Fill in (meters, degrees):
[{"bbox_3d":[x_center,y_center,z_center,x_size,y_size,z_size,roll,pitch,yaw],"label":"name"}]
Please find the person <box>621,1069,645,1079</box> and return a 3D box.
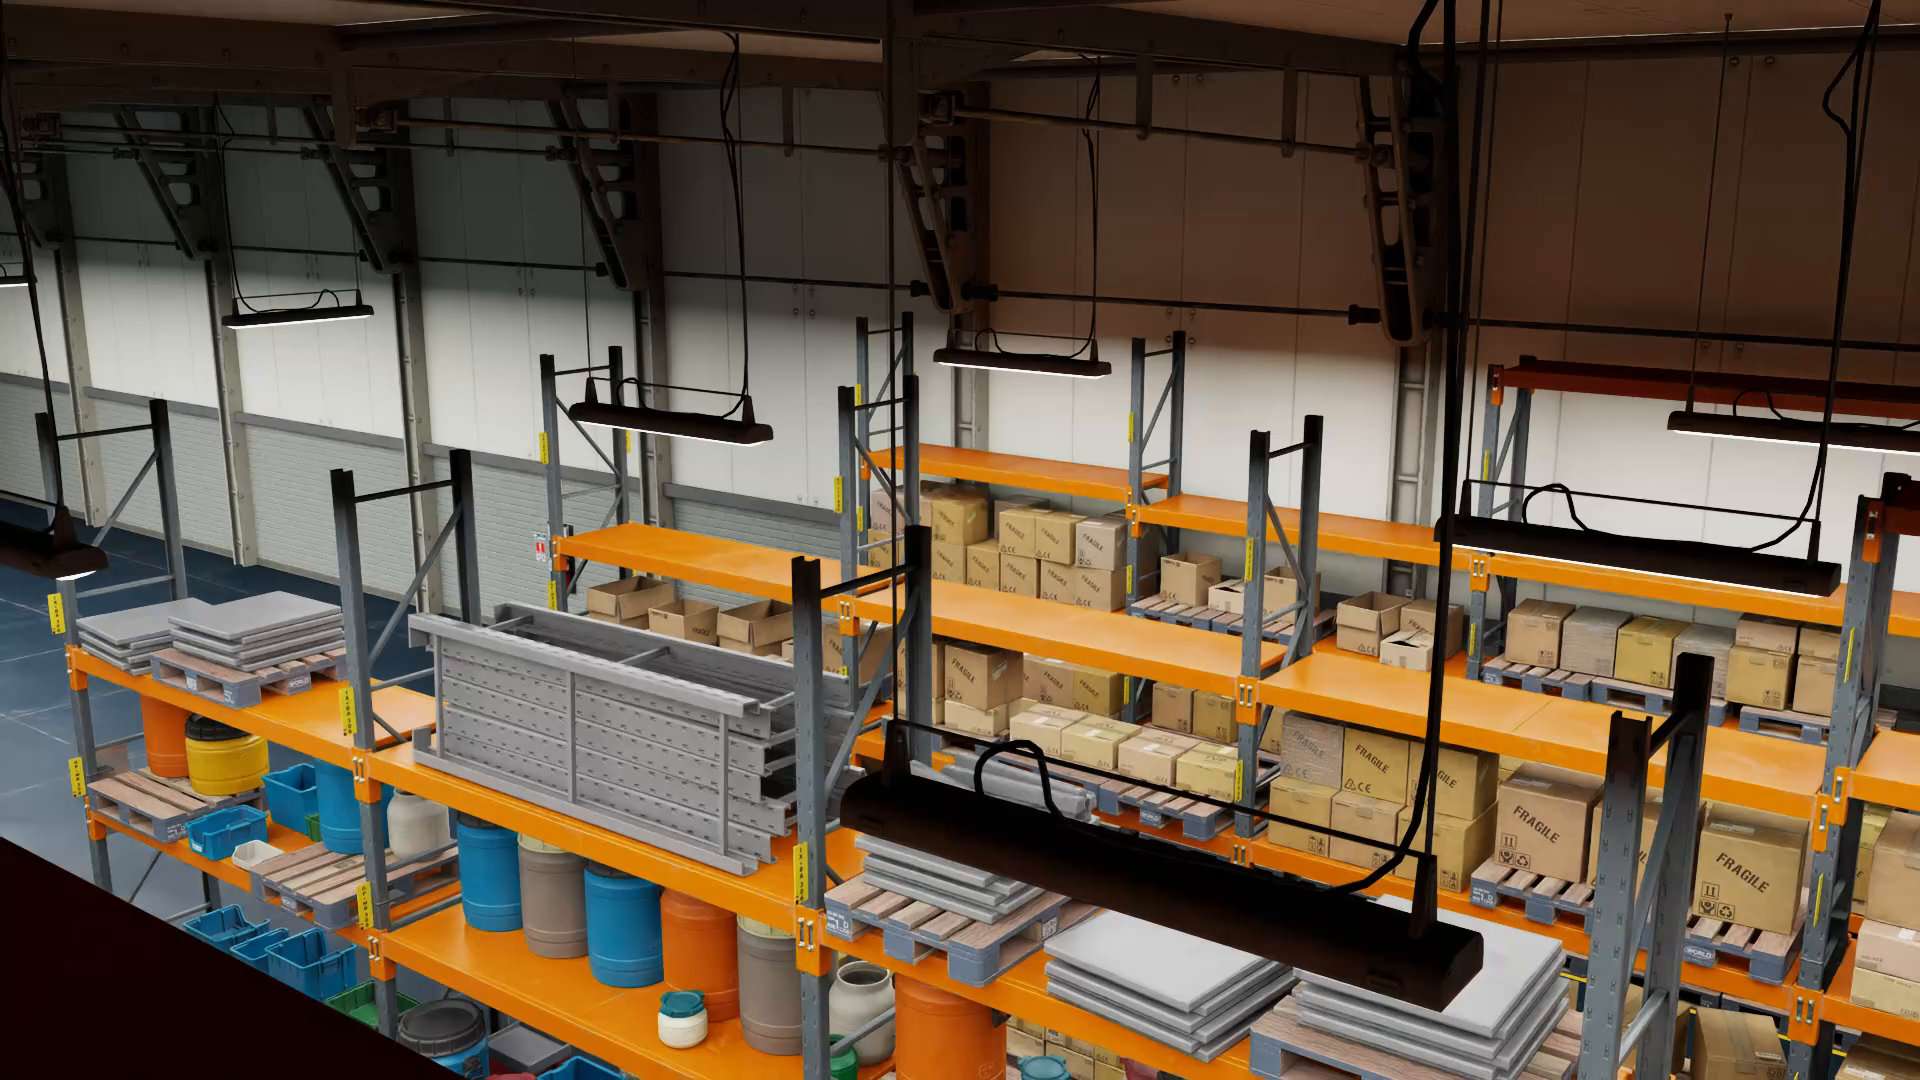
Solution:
[{"bbox_3d":[-2.280,4.107,12.549,0.492,0.988,0.496,9,16,33],"label":"person"}]
